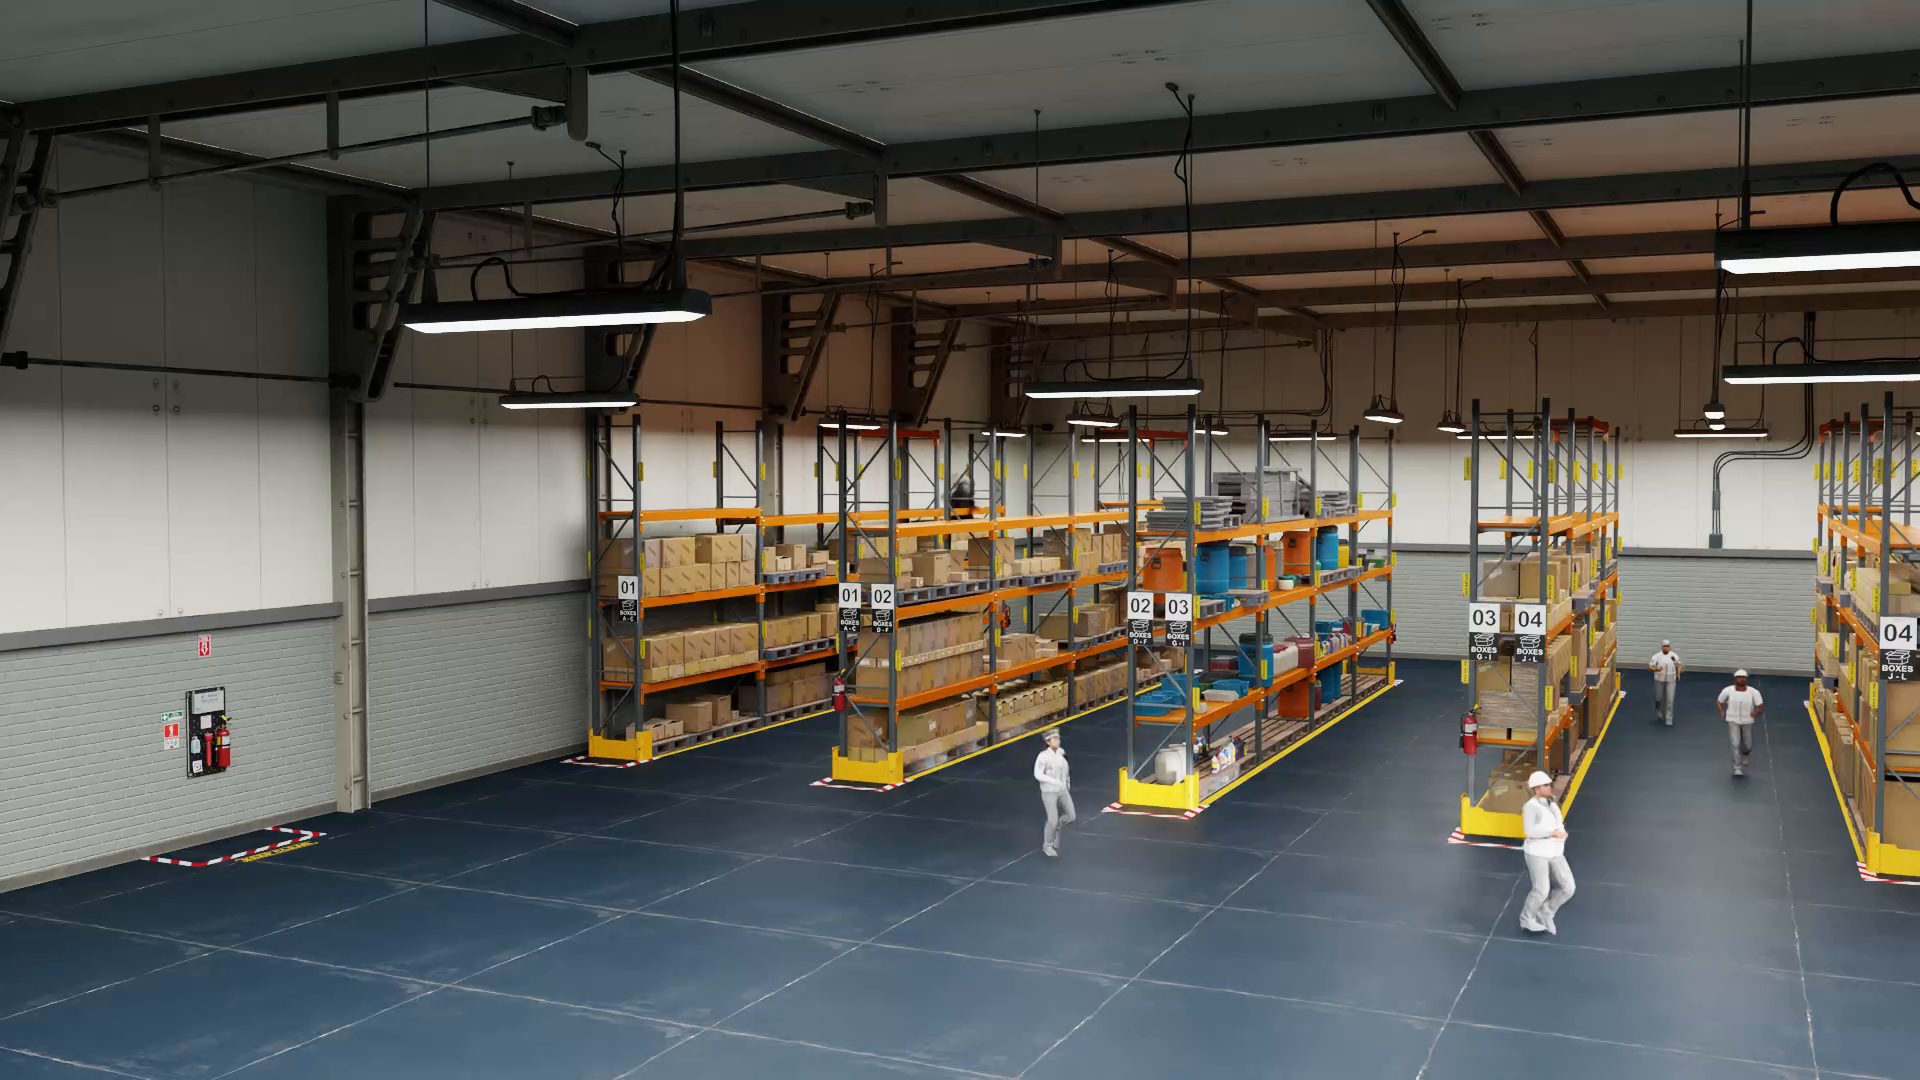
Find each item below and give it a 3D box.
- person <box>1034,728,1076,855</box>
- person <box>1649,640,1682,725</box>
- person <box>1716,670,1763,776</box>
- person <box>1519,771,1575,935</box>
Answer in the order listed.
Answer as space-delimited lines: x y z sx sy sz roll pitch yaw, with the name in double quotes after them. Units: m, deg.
1.268 3.276 21.616 0.667 1.667 0.508 -2 3 -38 "person"
14.024 2.807 33.050 0.621 1.638 0.906 1 3 21 "person"
12.888 3.008 27.485 0.709 1.729 0.724 1 3 22 "person"
6.340 3.387 17.908 0.641 1.772 0.651 -2 3 -34 "person"
